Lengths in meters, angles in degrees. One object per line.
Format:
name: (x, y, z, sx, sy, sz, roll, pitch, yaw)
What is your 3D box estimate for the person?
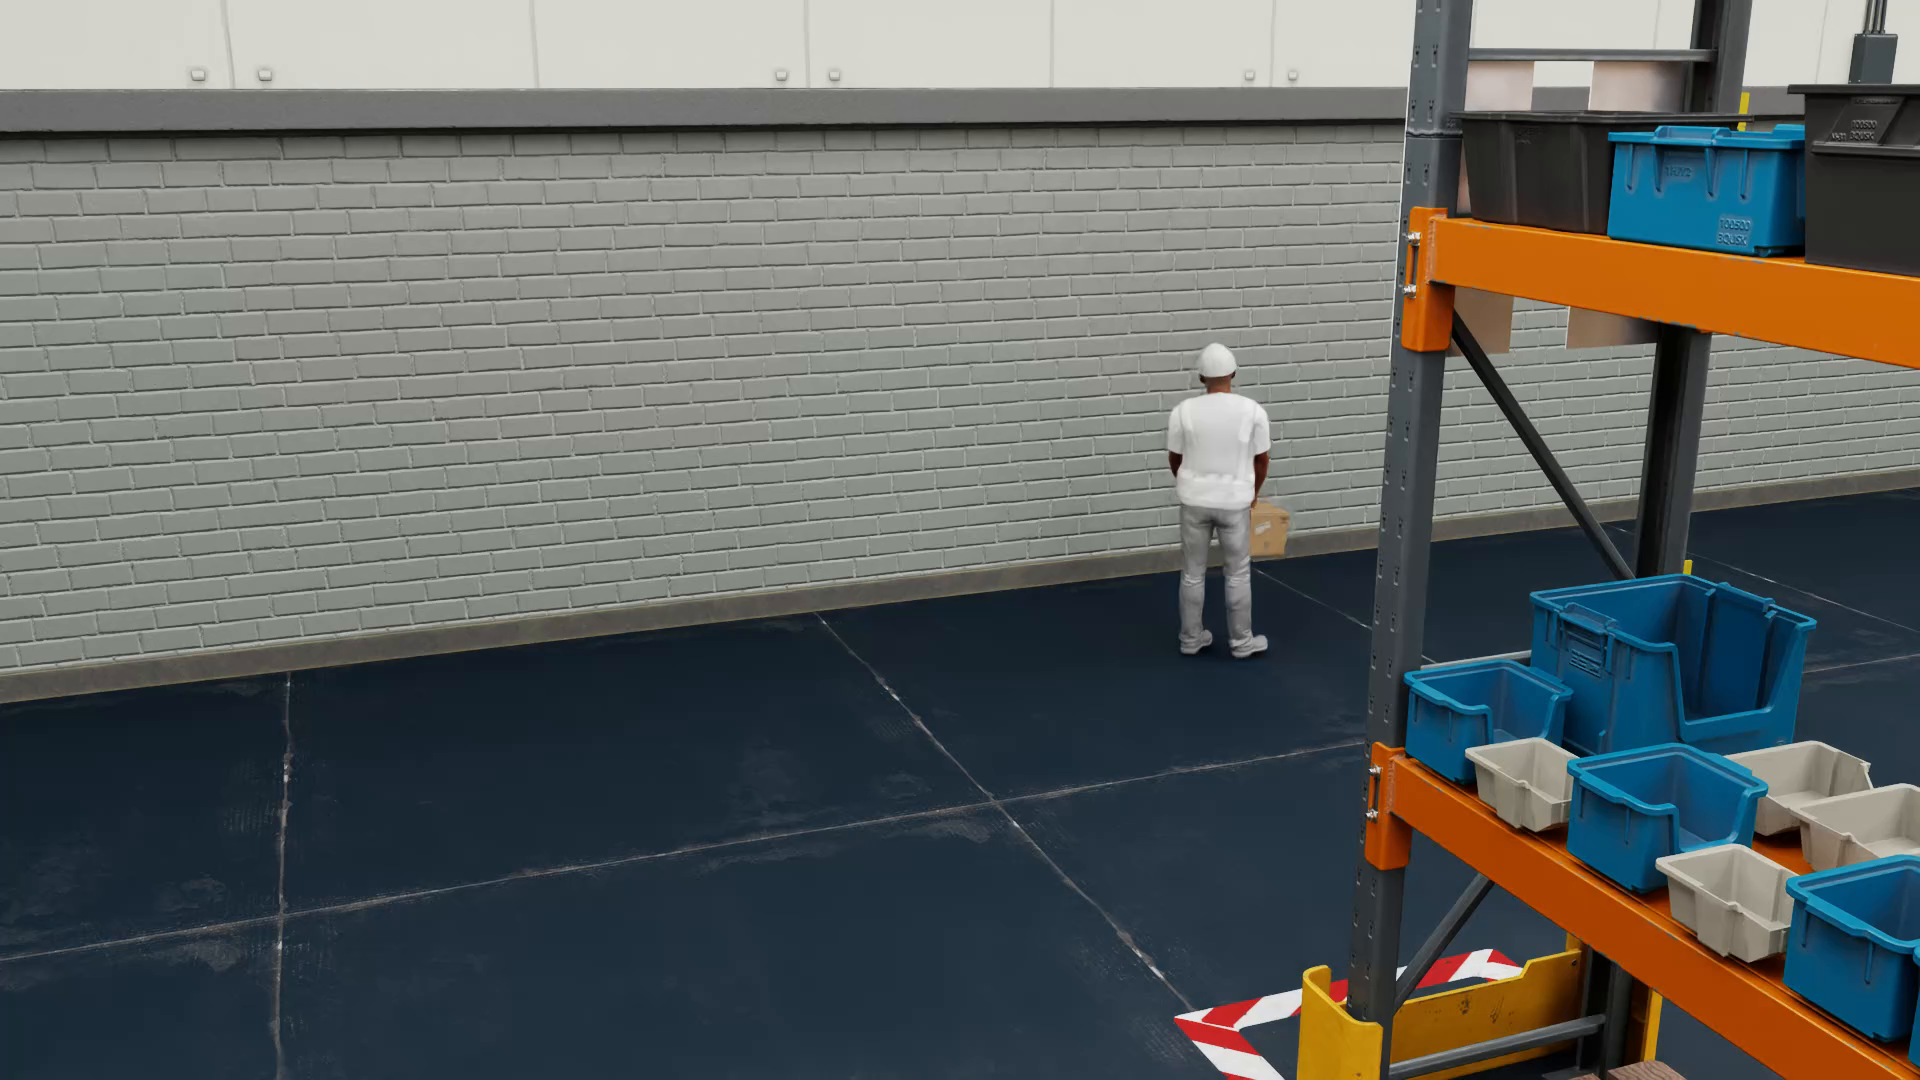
person: (1.439, -0.218, 9.205, 0.603, 1.777, 0.476, 3, 16, 9)
